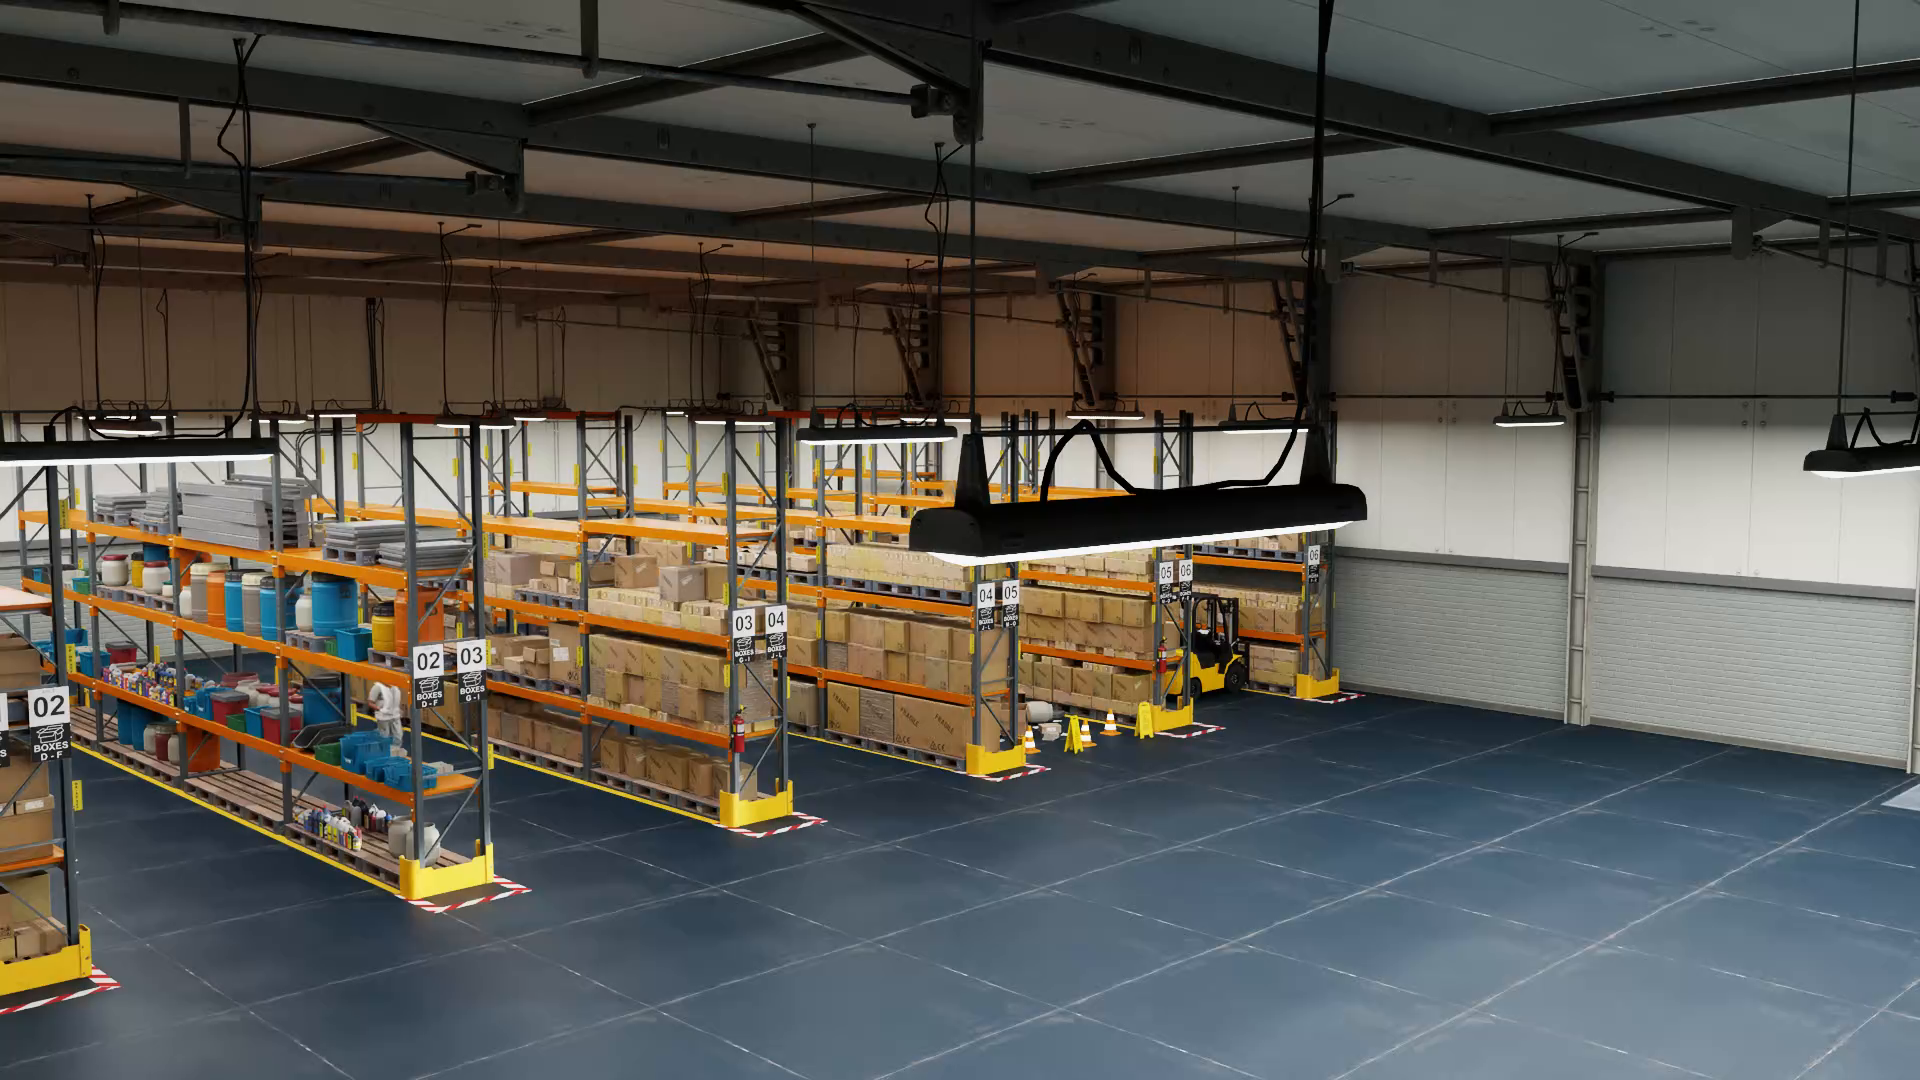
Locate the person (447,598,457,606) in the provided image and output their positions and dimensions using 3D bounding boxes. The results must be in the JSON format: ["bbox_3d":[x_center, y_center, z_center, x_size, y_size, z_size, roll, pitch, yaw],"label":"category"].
[{"bbox_3d":[-12.244,2.114,39.524,0.671,1.614,0.727,4,6,38],"label":"person"}]

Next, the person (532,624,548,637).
[{"bbox_3d":[-10.522,1.900,41.571,0.573,1.676,0.673,-4,6,-39],"label":"person"}]

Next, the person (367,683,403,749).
[{"bbox_3d":[-9.675,3.018,28.028,0.885,1.777,0.682,3,6,34],"label":"person"}]
